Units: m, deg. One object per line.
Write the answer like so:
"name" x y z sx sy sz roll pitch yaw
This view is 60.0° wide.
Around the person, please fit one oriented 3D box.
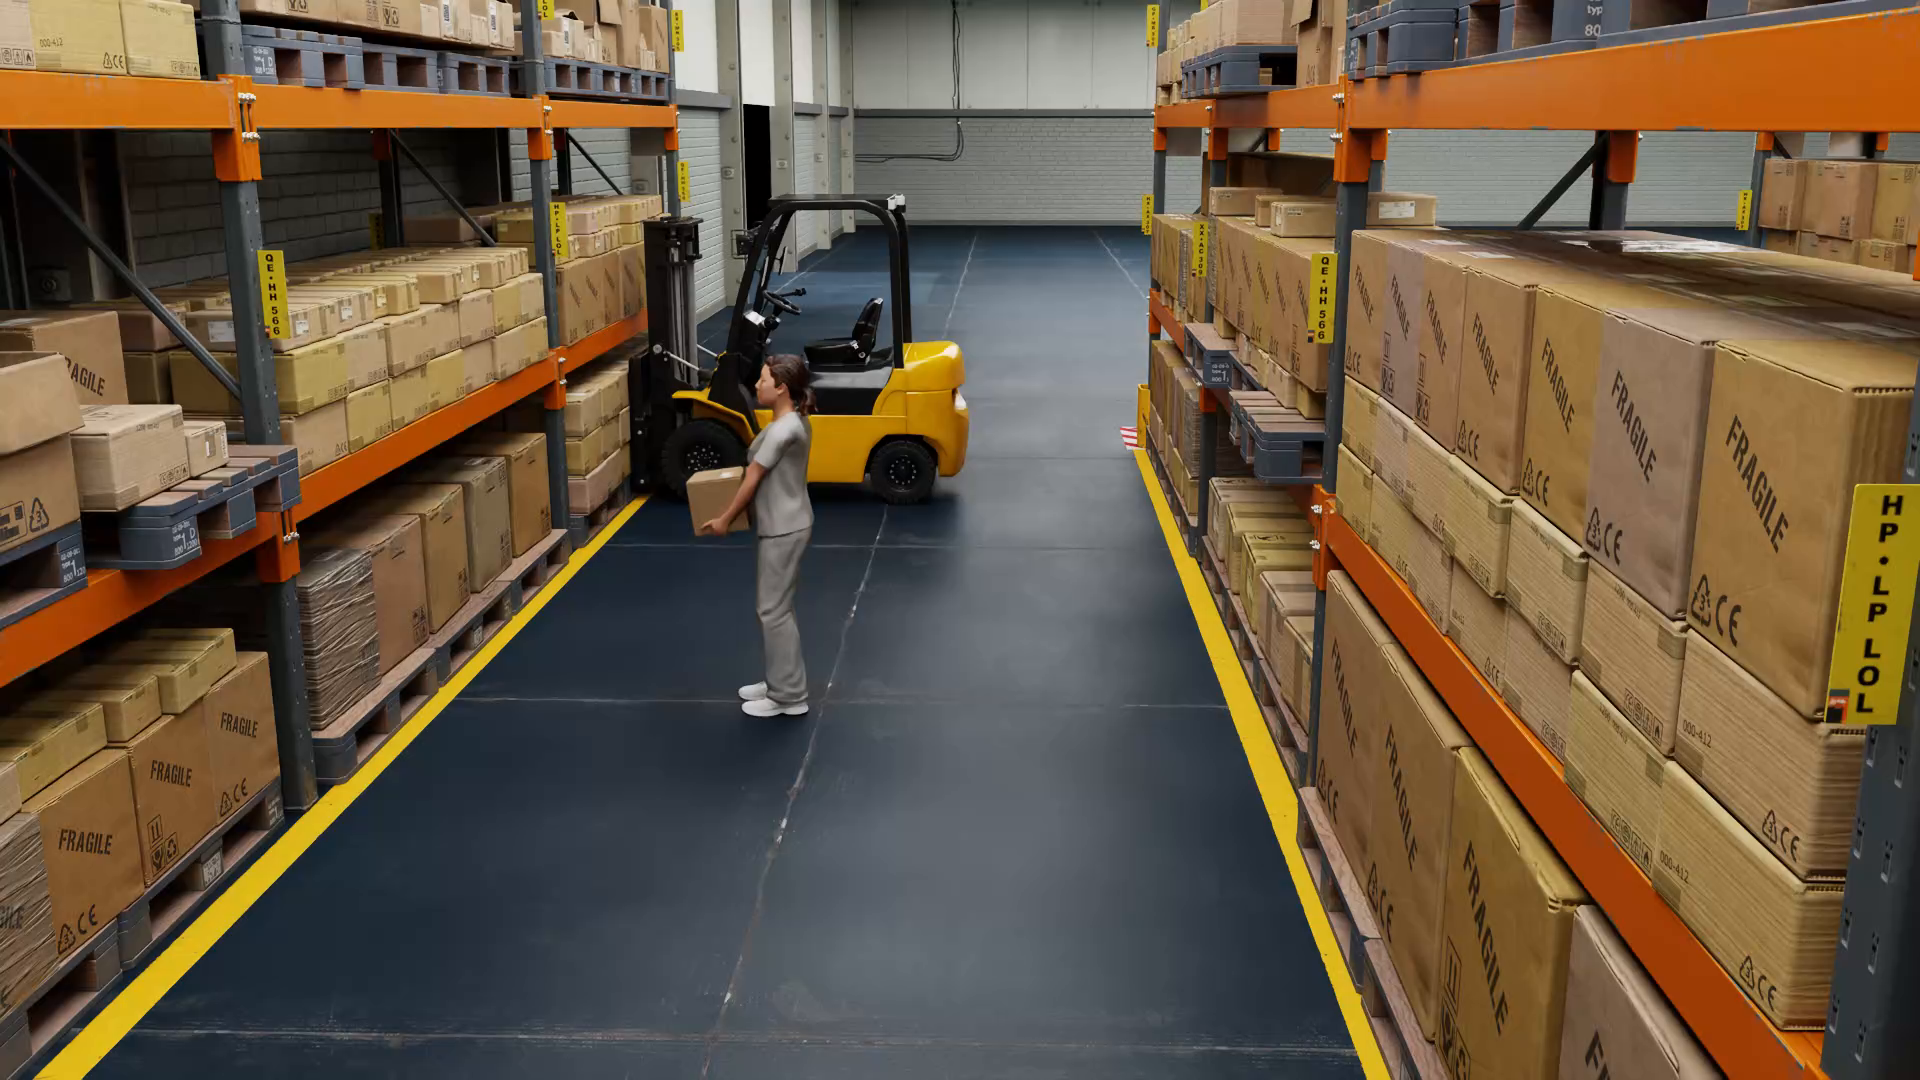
"person" -0.899 -0.025 7.627 0.536 1.669 0.409 0 14 1
